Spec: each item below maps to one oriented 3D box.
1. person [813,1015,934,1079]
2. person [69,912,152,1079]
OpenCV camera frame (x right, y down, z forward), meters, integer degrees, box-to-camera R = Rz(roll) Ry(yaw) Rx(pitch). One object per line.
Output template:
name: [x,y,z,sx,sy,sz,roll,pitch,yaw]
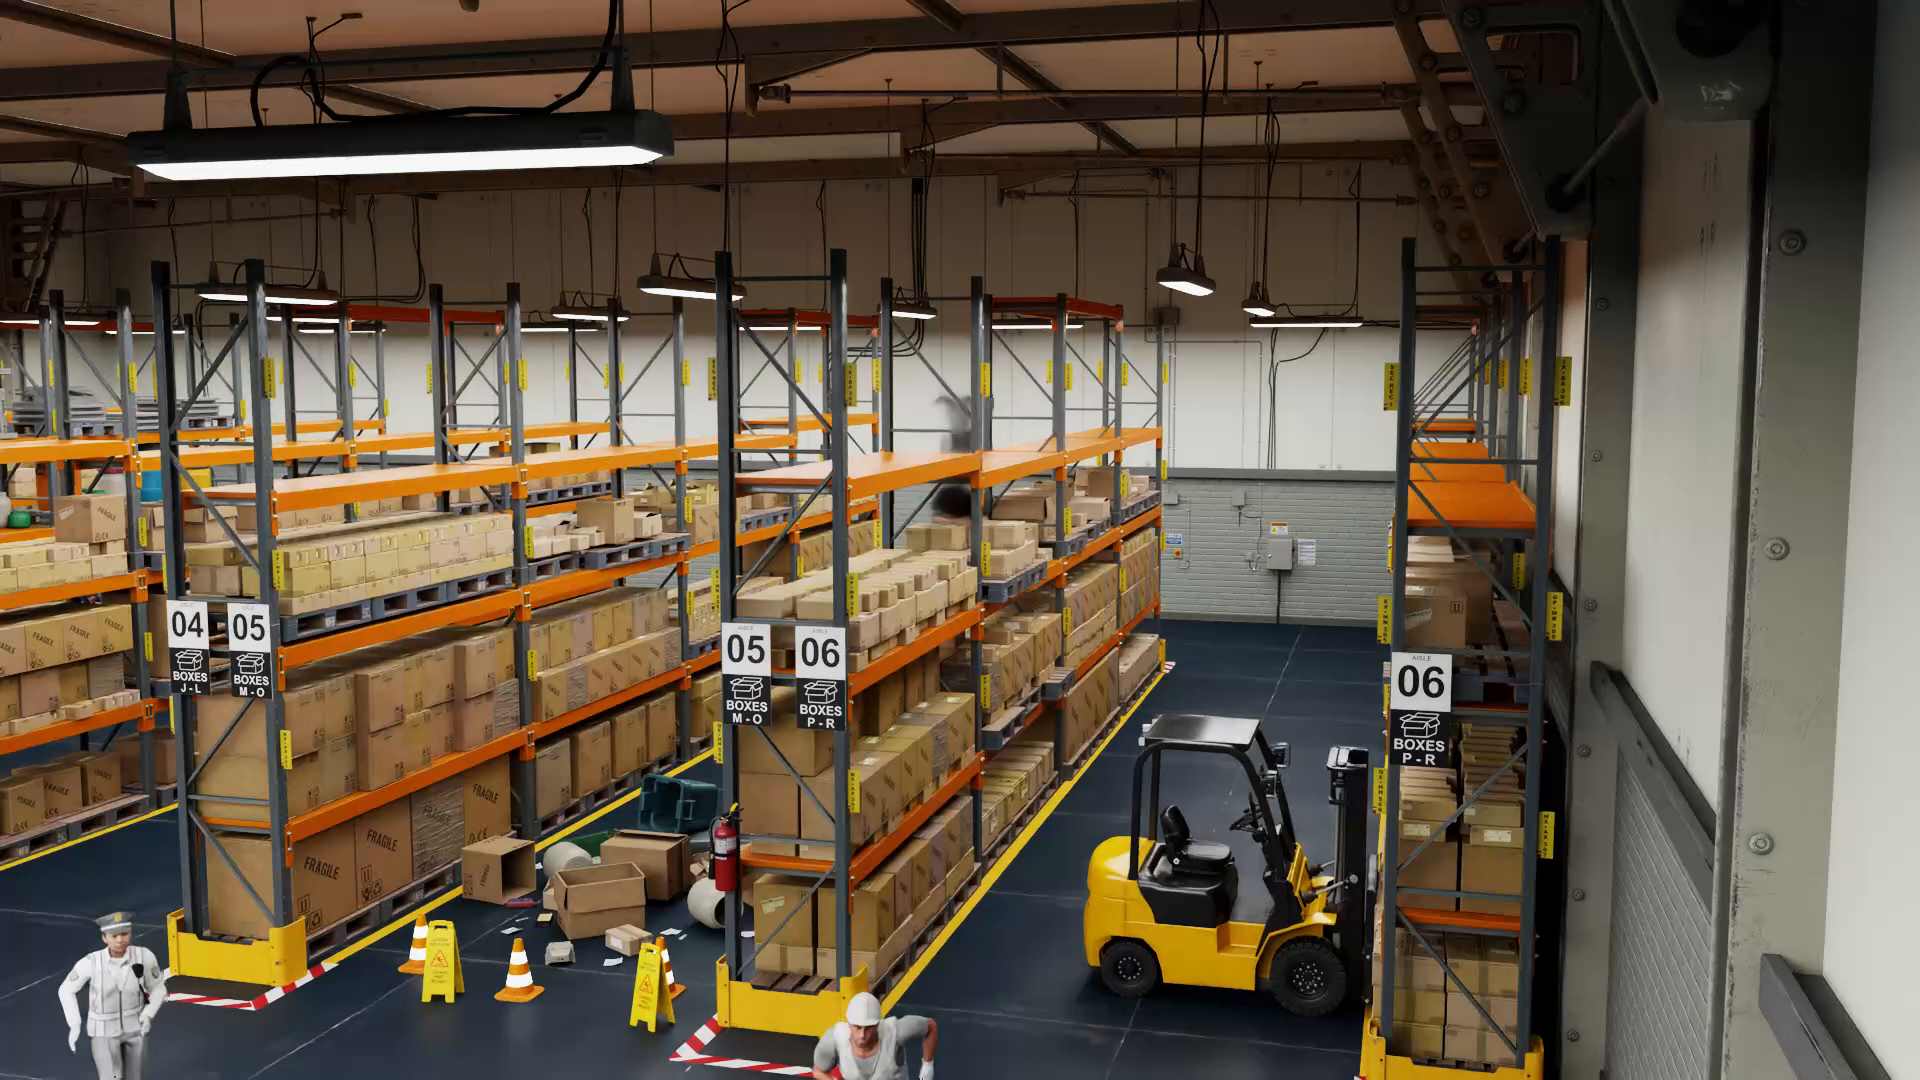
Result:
person: [-0.488,3.340,9.672,0.672,1.352,0.984,1,6,5]
person: [-5.489,3.205,10.781,0.491,1.640,0.633,-5,8,-39]
